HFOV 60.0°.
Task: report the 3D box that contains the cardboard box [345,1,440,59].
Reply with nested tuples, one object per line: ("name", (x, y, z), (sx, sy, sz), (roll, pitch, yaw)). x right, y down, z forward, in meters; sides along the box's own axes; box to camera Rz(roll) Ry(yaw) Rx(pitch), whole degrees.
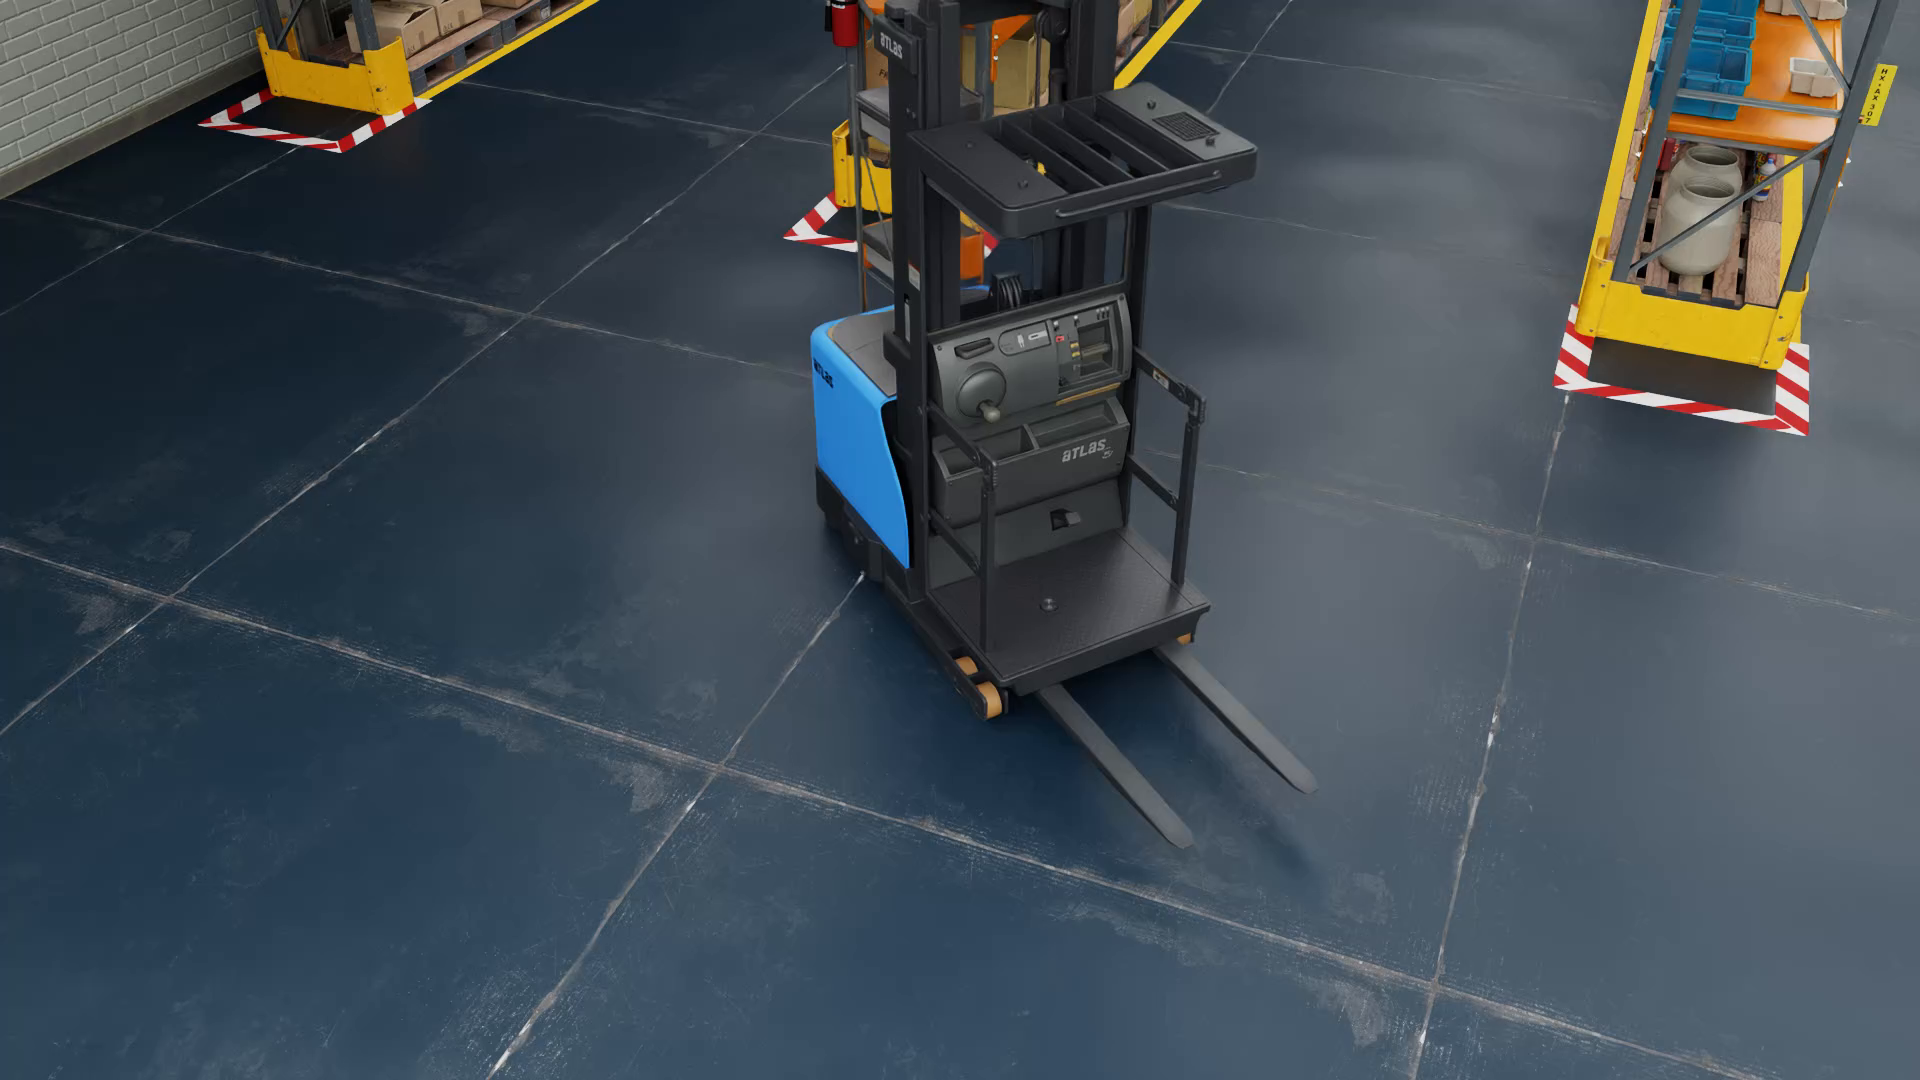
("cardboard box", (-4.501, -4.075, 13.177), (0.500, 0.311, 0.500), (10, 38, 13))

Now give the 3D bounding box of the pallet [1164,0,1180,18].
("pallet", (1.502, -5.002, 14.867), (1.003, 0.211, 1.213), (14, 39, 18))

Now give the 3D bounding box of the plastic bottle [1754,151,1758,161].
("plastic bottle", (5.538, -2.730, 11.410), (0.097, 0.271, 0.097), (0, 37, 0))

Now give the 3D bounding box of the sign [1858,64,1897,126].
("sign", (4.822, -2.340, 8.745), (0.100, 0.325, 0.005), (14, 39, 18))

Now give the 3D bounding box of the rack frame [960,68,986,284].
("rack frame", (0.005, -1.459, 8.549), (0.015, 2.100, 0.400), (-21, 42, -26))

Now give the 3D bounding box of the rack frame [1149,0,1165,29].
("rack frame", (1.257, -5.702, 13.474), (1.000, 3.000, 0.127), (14, 39, 18))

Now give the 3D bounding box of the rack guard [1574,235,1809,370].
("rack guard", (4.300, -1.408, 9.818), (1.175, 0.500, 0.348), (14, 39, 18))

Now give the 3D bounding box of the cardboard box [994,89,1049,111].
("cardboard box", (0.332, -3.078, 11.910), (0.500, 0.250, 0.500), (14, 39, 18))

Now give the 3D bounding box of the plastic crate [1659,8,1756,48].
("plastic crate", (4.481, -3.001, 9.985), (0.499, 0.251, 0.408), (14, 39, 18))

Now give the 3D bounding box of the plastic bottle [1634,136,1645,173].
("plastic bottle", (4.636, -2.631, 11.267), (0.061, 0.283, 0.133), (15, 39, 19))

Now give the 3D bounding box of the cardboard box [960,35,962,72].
("cardboard box", (0.031, -3.776, 12.218), (0.500, 0.500, 0.500), (14, 39, 18))

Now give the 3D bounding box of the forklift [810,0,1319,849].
("forklift", (0.418, -0.699, 6.838), (1.130, 2.935, 3.031), (-18, 40, -23))

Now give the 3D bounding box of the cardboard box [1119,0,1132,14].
("cardboard box", (1.082, -4.488, 13.170), (0.500, 0.500, 0.500), (14, 39, 18))

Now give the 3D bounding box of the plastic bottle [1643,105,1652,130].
("plastic bottle", (4.912, -2.994, 11.697), (0.144, 0.351, 0.185), (14, 39, 17))

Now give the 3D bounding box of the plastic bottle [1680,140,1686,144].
("plastic bottle", (5.059, -2.945, 11.693), (0.152, 0.276, 0.135), (14, 39, 18))

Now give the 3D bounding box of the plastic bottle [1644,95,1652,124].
("plastic bottle", (4.973, -3.121, 11.923), (0.061, 0.283, 0.133), (16, 40, 20))

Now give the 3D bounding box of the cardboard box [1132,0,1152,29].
("cardboard box", (1.283, -4.462, 13.762), (0.500, 0.250, 0.500), (14, 39, 18))

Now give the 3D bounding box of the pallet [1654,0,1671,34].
("pallet", (6.562, -4.576, 14.297), (1.003, 0.211, 1.213), (14, 39, 18))

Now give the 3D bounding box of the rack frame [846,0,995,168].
("rack frame", (-0.264, -3.487, 10.511), (1.000, 3.000, 0.127), (14, 39, 18))

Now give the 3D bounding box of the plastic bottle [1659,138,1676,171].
("plastic bottle", (4.828, -2.671, 11.321), (0.061, 0.283, 0.133), (14, 39, 18))

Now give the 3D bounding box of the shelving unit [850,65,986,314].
("shelving unit", (-0.199, -1.378, 8.442), (0.503, 2.100, 0.431), (-21, 42, -26))

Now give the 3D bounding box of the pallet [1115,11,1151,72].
("pallet", (0.916, -4.154, 13.733), (1.003, 0.211, 1.213), (14, 39, 18))

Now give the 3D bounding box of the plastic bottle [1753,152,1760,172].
("plastic bottle", (5.461, -2.618, 11.260), (0.097, 0.271, 0.097), (0, 37, 0))

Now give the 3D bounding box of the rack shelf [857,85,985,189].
("rack shelf", (-0.199, -1.928, 8.031), (0.480, 0.518, 0.431), (-21, 42, -26))

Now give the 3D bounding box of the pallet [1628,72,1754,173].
("pallet", (5.543, -3.092, 12.312), (1.003, 0.211, 1.213), (14, 39, 18))

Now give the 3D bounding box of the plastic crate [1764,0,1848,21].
("plastic crate", (5.453, -3.509, 10.761), (0.530, 0.136, 0.437), (14, 39, 18))

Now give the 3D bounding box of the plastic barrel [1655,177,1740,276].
("plastic barrel", (4.495, -1.910, 10.129), (0.421, 0.512, 0.421), (0, 37, 0))

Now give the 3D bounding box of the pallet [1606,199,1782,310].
("pallet", (4.614, -1.741, 10.505), (1.003, 0.211, 1.213), (14, 39, 18))

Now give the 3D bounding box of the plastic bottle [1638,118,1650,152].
("plastic bottle", (4.782, -2.769, 11.458), (0.152, 0.276, 0.135), (13, 39, 16))

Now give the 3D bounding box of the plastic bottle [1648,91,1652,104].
("plastic bottle", (5.146, -3.334, 12.152), (0.144, 0.351, 0.185), (15, 39, 19))

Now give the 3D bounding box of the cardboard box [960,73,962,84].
("cardboard box", (-0.155, -3.198, 12.070), (0.500, 0.250, 0.500), (14, 39, 18))

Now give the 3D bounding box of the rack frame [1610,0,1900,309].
("rack frame", (4.315, -2.357, 8.999), (1.000, 3.000, 0.127), (14, 39, 18))

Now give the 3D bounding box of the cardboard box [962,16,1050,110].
("cardboard box", (0.334, -3.378, 11.685), (0.500, 0.500, 0.500), (14, 39, 18))

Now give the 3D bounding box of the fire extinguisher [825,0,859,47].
("fire extinguisher", (-0.739, -3.497, 10.589), (0.296, 0.674, 0.183), (14, 39, 18))

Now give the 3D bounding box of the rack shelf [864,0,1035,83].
("rack shelf", (0.496, -4.306, 12.208), (1.077, 0.370, 4.000), (14, 39, 18))

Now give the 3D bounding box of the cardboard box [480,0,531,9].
("cardboard box", (-3.958, -4.862, 14.071), (0.700, 0.500, 0.500), (11, 38, 15))

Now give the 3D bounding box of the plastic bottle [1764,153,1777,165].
("plastic bottle", (5.396, -2.499, 11.091), (0.061, 0.283, 0.133), (14, 39, 18))

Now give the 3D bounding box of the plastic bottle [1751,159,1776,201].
("plastic bottle", (5.293, -2.373, 10.932), (0.097, 0.271, 0.097), (0, 37, 0))
